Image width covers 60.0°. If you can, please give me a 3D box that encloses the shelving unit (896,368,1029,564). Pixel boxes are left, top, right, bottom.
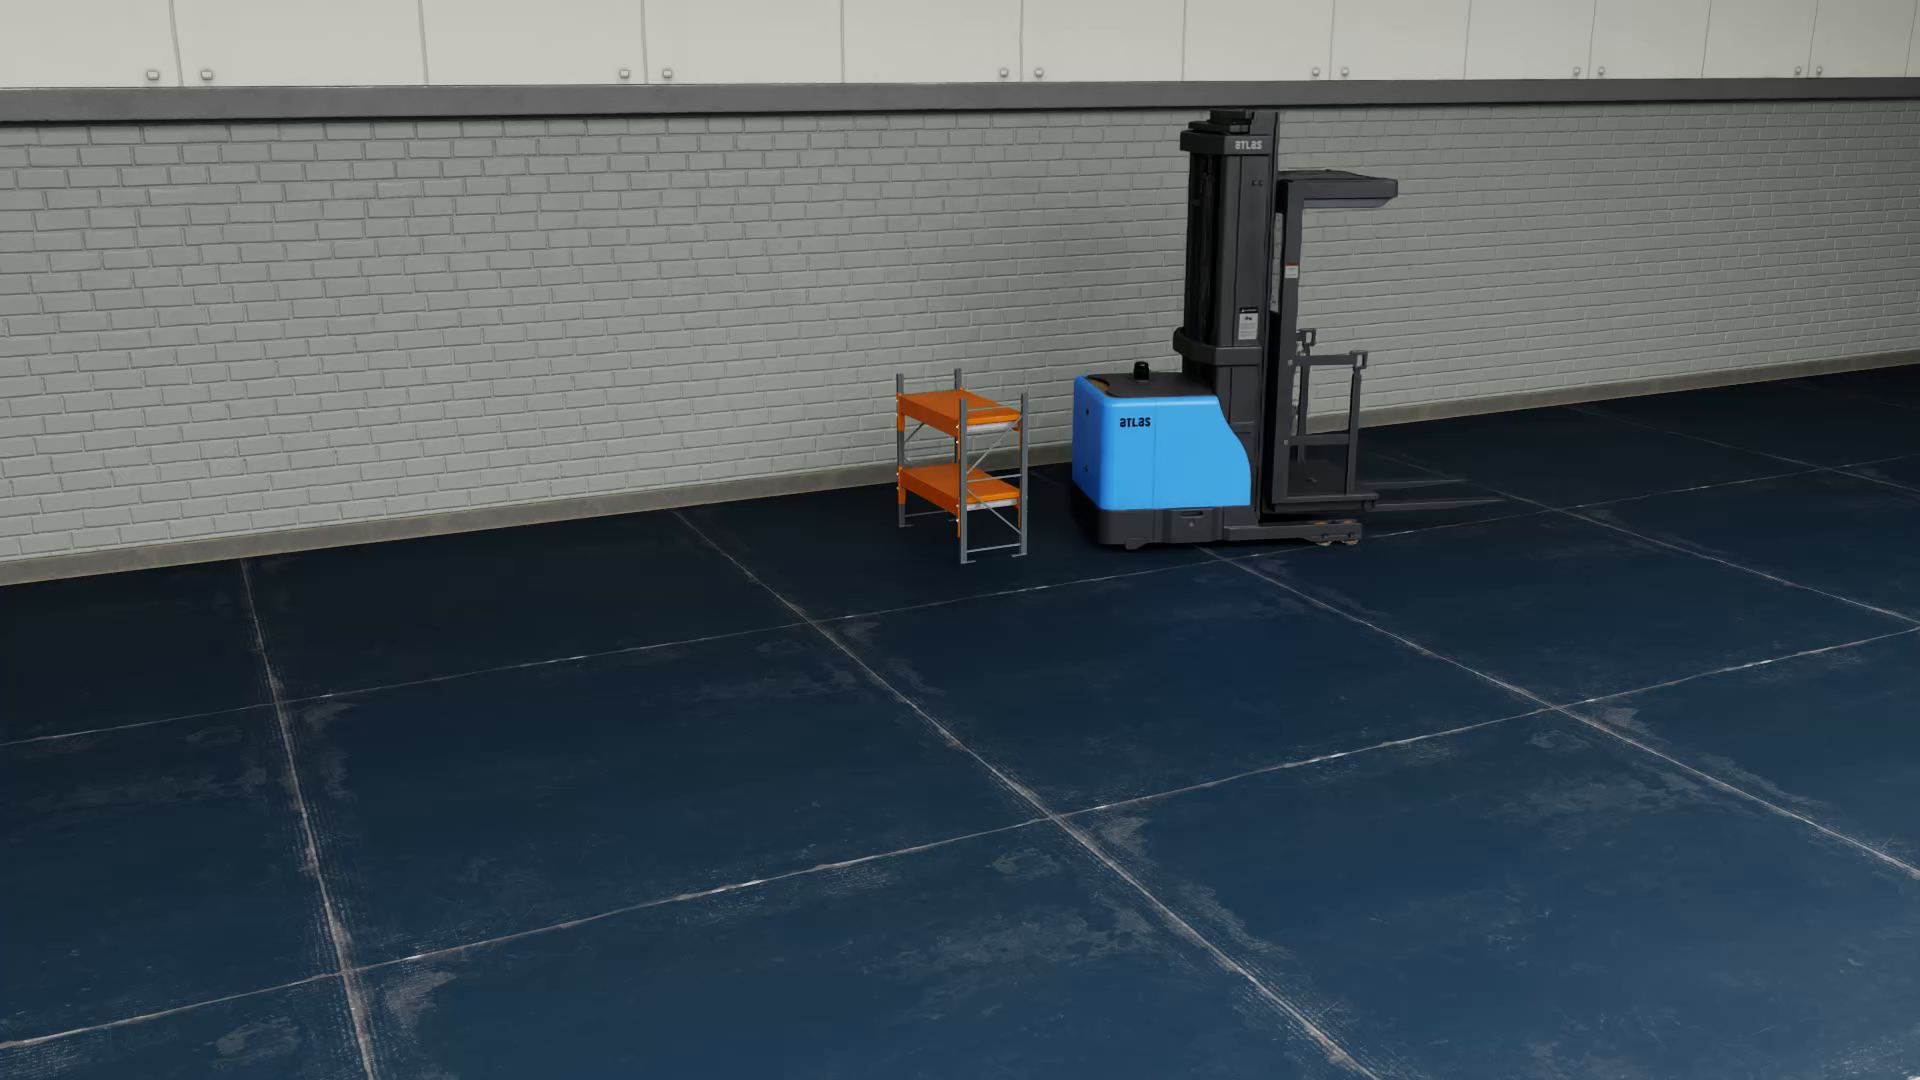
[{"bbox_3d":[0.003,-0.539,11.590,0.538,1.125,1.048,-8,18,-25],"label":"shelving unit"}]

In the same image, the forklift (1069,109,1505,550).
[{"bbox_3d":[2.370,-1.509,11.695,3.031,2.935,1.130,-2,16,-8],"label":"forklift"}]

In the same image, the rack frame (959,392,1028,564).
[{"bbox_3d":[0.226,-0.413,11.150,0.500,1.125,0.032,-8,18,-25],"label":"rack frame"}]

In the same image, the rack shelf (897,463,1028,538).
[{"bbox_3d":[0.003,-0.304,11.657,0.538,0.278,1.000,-8,18,-25],"label":"rack shelf"}]

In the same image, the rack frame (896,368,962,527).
[{"bbox_3d":[-0.220,-0.665,12.029,0.500,1.125,0.032,-8,18,-25],"label":"rack frame"}]

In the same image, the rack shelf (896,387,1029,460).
[{"bbox_3d":[0.003,-0.820,11.509,0.538,0.278,1.000,-8,18,-25],"label":"rack shelf"}]
